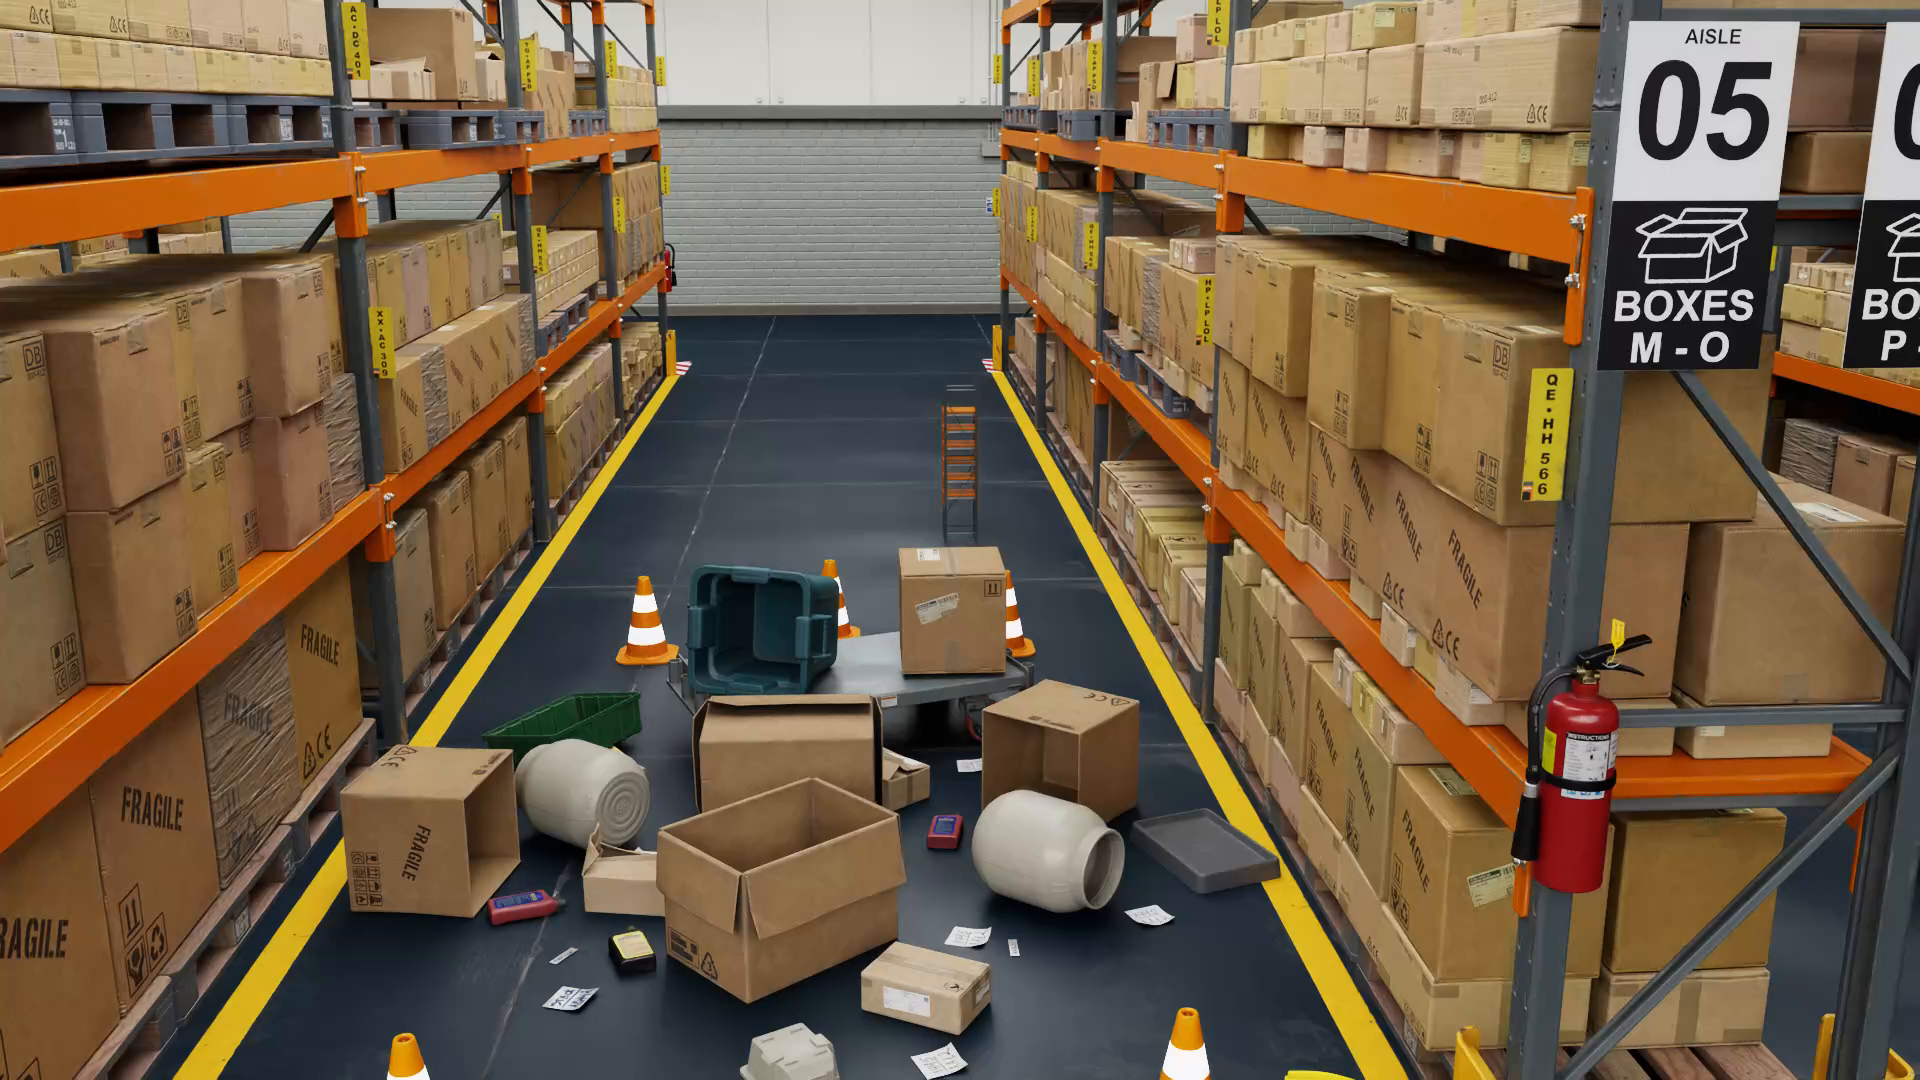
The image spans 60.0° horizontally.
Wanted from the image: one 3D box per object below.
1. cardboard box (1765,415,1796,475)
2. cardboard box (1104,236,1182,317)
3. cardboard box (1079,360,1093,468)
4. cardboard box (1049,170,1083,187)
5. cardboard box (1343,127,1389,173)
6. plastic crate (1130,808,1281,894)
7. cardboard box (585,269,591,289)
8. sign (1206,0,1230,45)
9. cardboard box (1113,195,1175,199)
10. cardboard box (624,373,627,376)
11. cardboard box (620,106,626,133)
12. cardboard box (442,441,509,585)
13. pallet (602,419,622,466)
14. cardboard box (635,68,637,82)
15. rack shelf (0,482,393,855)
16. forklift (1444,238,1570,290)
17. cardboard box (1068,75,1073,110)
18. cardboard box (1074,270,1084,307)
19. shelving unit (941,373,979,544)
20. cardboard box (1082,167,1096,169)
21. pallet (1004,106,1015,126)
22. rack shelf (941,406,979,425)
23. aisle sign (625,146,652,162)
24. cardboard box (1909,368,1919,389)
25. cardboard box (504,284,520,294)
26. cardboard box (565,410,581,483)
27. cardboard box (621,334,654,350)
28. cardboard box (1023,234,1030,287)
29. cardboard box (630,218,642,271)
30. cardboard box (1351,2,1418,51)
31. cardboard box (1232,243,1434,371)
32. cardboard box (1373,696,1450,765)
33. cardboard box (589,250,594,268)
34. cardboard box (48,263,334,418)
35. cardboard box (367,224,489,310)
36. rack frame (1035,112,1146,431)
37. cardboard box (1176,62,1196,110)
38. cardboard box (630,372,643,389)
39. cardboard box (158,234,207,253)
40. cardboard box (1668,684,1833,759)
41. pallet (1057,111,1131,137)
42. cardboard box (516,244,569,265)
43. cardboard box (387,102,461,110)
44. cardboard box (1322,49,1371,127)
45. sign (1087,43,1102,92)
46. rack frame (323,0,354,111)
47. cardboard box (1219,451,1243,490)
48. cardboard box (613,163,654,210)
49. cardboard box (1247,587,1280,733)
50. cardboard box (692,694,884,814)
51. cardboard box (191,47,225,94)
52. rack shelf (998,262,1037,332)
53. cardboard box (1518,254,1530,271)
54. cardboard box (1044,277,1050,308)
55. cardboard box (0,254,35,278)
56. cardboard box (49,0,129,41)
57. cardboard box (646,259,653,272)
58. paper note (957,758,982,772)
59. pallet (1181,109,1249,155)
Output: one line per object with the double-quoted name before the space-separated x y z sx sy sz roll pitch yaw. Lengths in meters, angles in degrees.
"cardboard box" 6.198 -0.706 12.923 0.500 0.500 0.500 0 14 -2
"cardboard box" 1.282 -1.814 11.416 0.500 0.500 0.500 -1 14 -5
"cardboard box" 1.474 -1.103 13.715 0.875 0.875 0.875 -1 14 -3
"cardboard box" 0.992 -3.514 16.156 0.380 0.149 0.250 -1 14 -2
"cardboard box" 1.540 -1.341 5.702 0.380 0.149 0.250 -1 14 -4
"plastic crate" 1.012 1.278 6.898 0.402 0.080 0.583 -6 16 -23
"cardboard box" -3.445 -2.286 14.554 0.380 0.149 0.250 -1 14 -4
"sign" 1.179 -2.423 7.577 0.100 0.325 0.005 -1 14 -3
"cardboard box" 1.567 -2.699 14.289 0.500 0.500 0.500 0 14 -2
"cardboard box" -3.570 -1.677 16.808 0.380 0.149 0.250 -2 15 -6
"cardboard box" -3.503 -4.051 16.031 0.500 0.250 0.500 -1 14 -4
"cardboard box" -3.444 -0.176 10.362 1.050 0.750 0.750 -1 14 -3
"pallet" -3.648 -0.883 15.034 1.003 0.211 1.213 -1 14 -3
"cardboard box" -3.617 -4.904 17.545 0.380 0.149 0.250 -1 14 -5
"rack shelf" -3.078 0.409 5.862 1.077 0.370 4.000 -1 14 -3
"forklift" 3.512 -0.840 9.410 1.130 2.935 3.031 -9 17 -30
"cardboard box" 1.050 -3.462 12.868 0.396 0.266 0.258 -1 14 -5
"cardboard box" 1.166 -1.947 12.872 0.500 0.250 0.500 -1 14 -5
"shelving unit" 0.001 -0.577 11.863 0.258 1.200 0.189 -1 14 -3
"cardboard box" 1.445 -3.713 16.930 0.380 0.149 0.250 -1 14 -5
"pallet" 1.046 -4.749 18.621 1.003 0.211 1.213 -1 14 -3
"rack shelf" 0.001 -0.883 11.784 0.258 0.103 0.180 -1 14 -3
"aisle sign" -3.650 -4.703 19.070 0.394 0.787 0.004 -1 14 -3
"cardboard box" 6.318 -1.042 10.358 0.500 0.250 0.500 0 14 -2
"cardboard box" -3.279 -1.781 11.993 0.380 0.149 0.250 0 14 -1
"cardboard box" -3.273 -0.730 13.016 0.500 0.500 0.500 -1 14 -3
"cardboard box" -3.533 -2.148 18.038 0.380 0.149 0.250 0 14 -1
"cardboard box" 0.916 -2.816 16.751 0.500 0.500 0.500 -1 14 -5
"cardboard box" -3.509 -2.995 16.850 0.500 0.500 0.500 -1 14 -5
"cardboard box" 1.536 -1.722 5.582 0.380 0.149 0.250 -1 14 -2
"cardboard box" 1.553 -0.975 6.993 0.700 0.500 0.500 -1 14 -3
"cardboard box" 1.581 0.621 5.460 0.380 0.149 0.250 0 14 -2
"cardboard box" -3.458 -2.491 14.753 0.380 0.149 0.250 -1 14 -3
"cardboard box" -3.063 -0.806 6.669 0.875 0.550 0.550 -1 14 -3
"cardboard box" -3.399 -1.727 10.512 0.700 0.500 0.500 -1 14 -4
"rack frame" 1.237 -2.528 15.833 1.000 3.000 0.127 -1 14 -3
"cardboard box" 1.495 -2.518 9.232 0.500 0.250 0.500 -1 14 -3
"cardboard box" -3.520 -1.667 17.365 0.380 0.149 0.250 -1 14 -5
"cardboard box" -8.576 -3.199 18.144 0.500 0.250 0.500 -1 14 -4
"cardboard box" 2.166 0.490 4.606 0.380 0.149 0.250 -1 14 -3
"pallet" 1.320 -3.332 13.317 1.003 0.211 1.213 0 14 -1
"cardboard box" -3.379 -2.309 13.447 0.380 0.149 0.250 -1 14 -4
"cardboard box" -3.738 -3.071 11.723 0.500 0.500 0.500 -1 14 -3
"cardboard box" 1.579 -1.571 5.796 0.500 0.250 0.500 -1 14 -3
"sign" 0.930 -3.268 11.494 0.100 0.325 0.005 -1 14 -3
"rack frame" -3.202 -3.343 6.958 1.000 3.000 0.127 -1 14 -3
"cardboard box" 1.432 -0.334 7.808 0.380 0.149 0.250 -1 14 -4
"cardboard box" -3.637 -3.862 18.214 0.500 0.500 0.500 -1 14 -5
"cardboard box" 1.545 0.510 7.194 0.500 0.500 0.500 0 14 -1
"cardboard box" -0.721 0.969 6.978 0.797 0.637 0.503 -1 14 -3
"cardboard box" -2.779 -1.618 5.735 0.380 0.149 0.250 -1 14 -4
"rack shelf" 1.113 -2.677 17.856 1.077 0.370 4.000 -1 14 -3
"cardboard box" 5.916 -2.800 16.594 0.500 0.250 0.500 -1 14 -2
"cardboard box" 1.034 -2.214 14.911 0.500 0.250 0.500 -1 14 -5
"cardboard box" -8.329 -2.189 14.312 0.500 0.500 0.500 0 14 -2
"cardboard box" -2.792 -1.594 4.843 0.500 0.250 0.500 -1 14 -4
"cardboard box" -3.595 -3.036 18.309 0.380 0.149 0.250 0 14 -2
"paper note" 0.063 1.057 7.856 0.148 0.019 0.142 -1 14 -3
"pallet" 1.801 -2.056 8.353 1.213 0.211 1.003 -1 14 -3
